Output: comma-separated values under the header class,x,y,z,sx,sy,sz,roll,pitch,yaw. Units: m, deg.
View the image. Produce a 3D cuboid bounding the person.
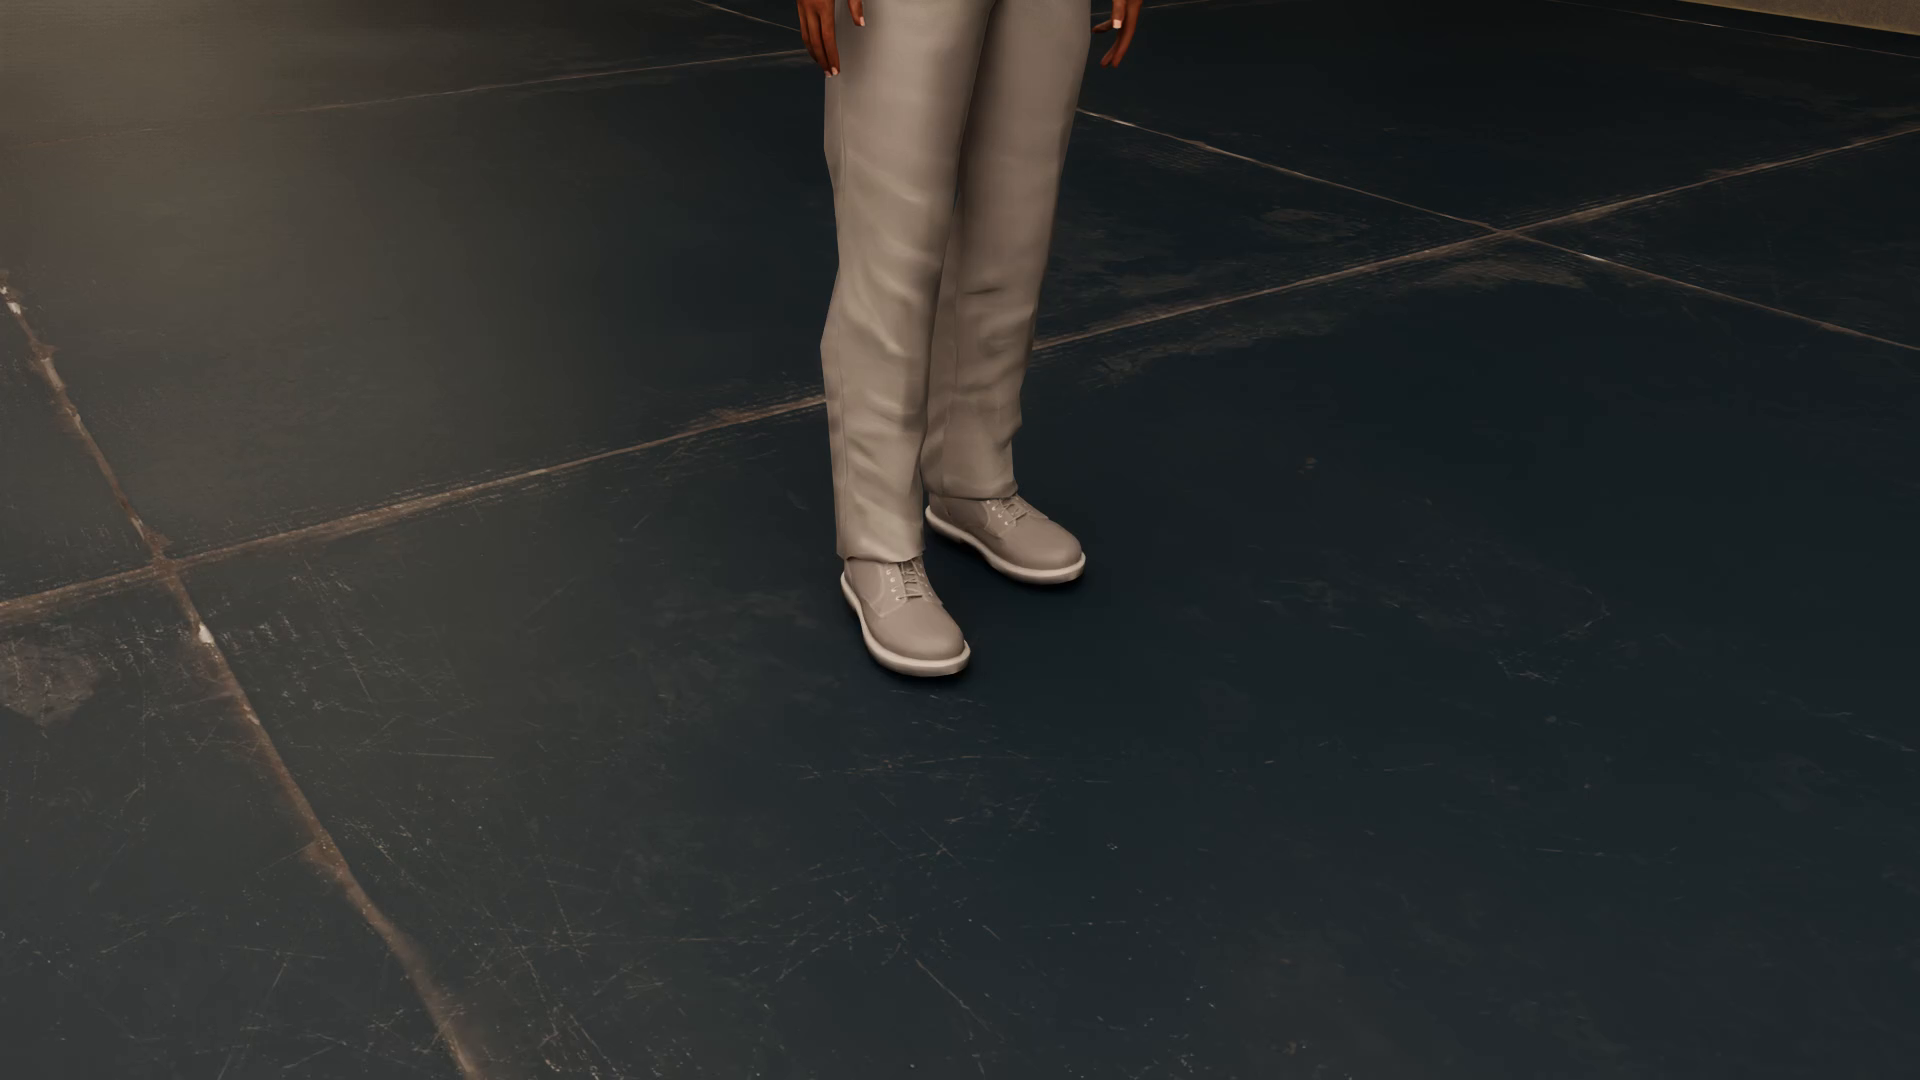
class,x,y,z,sx,sy,sz,roll,pitch,yaw
person,0.026,-0.731,2.052,0.569,1.694,0.530,-17,31,-31
